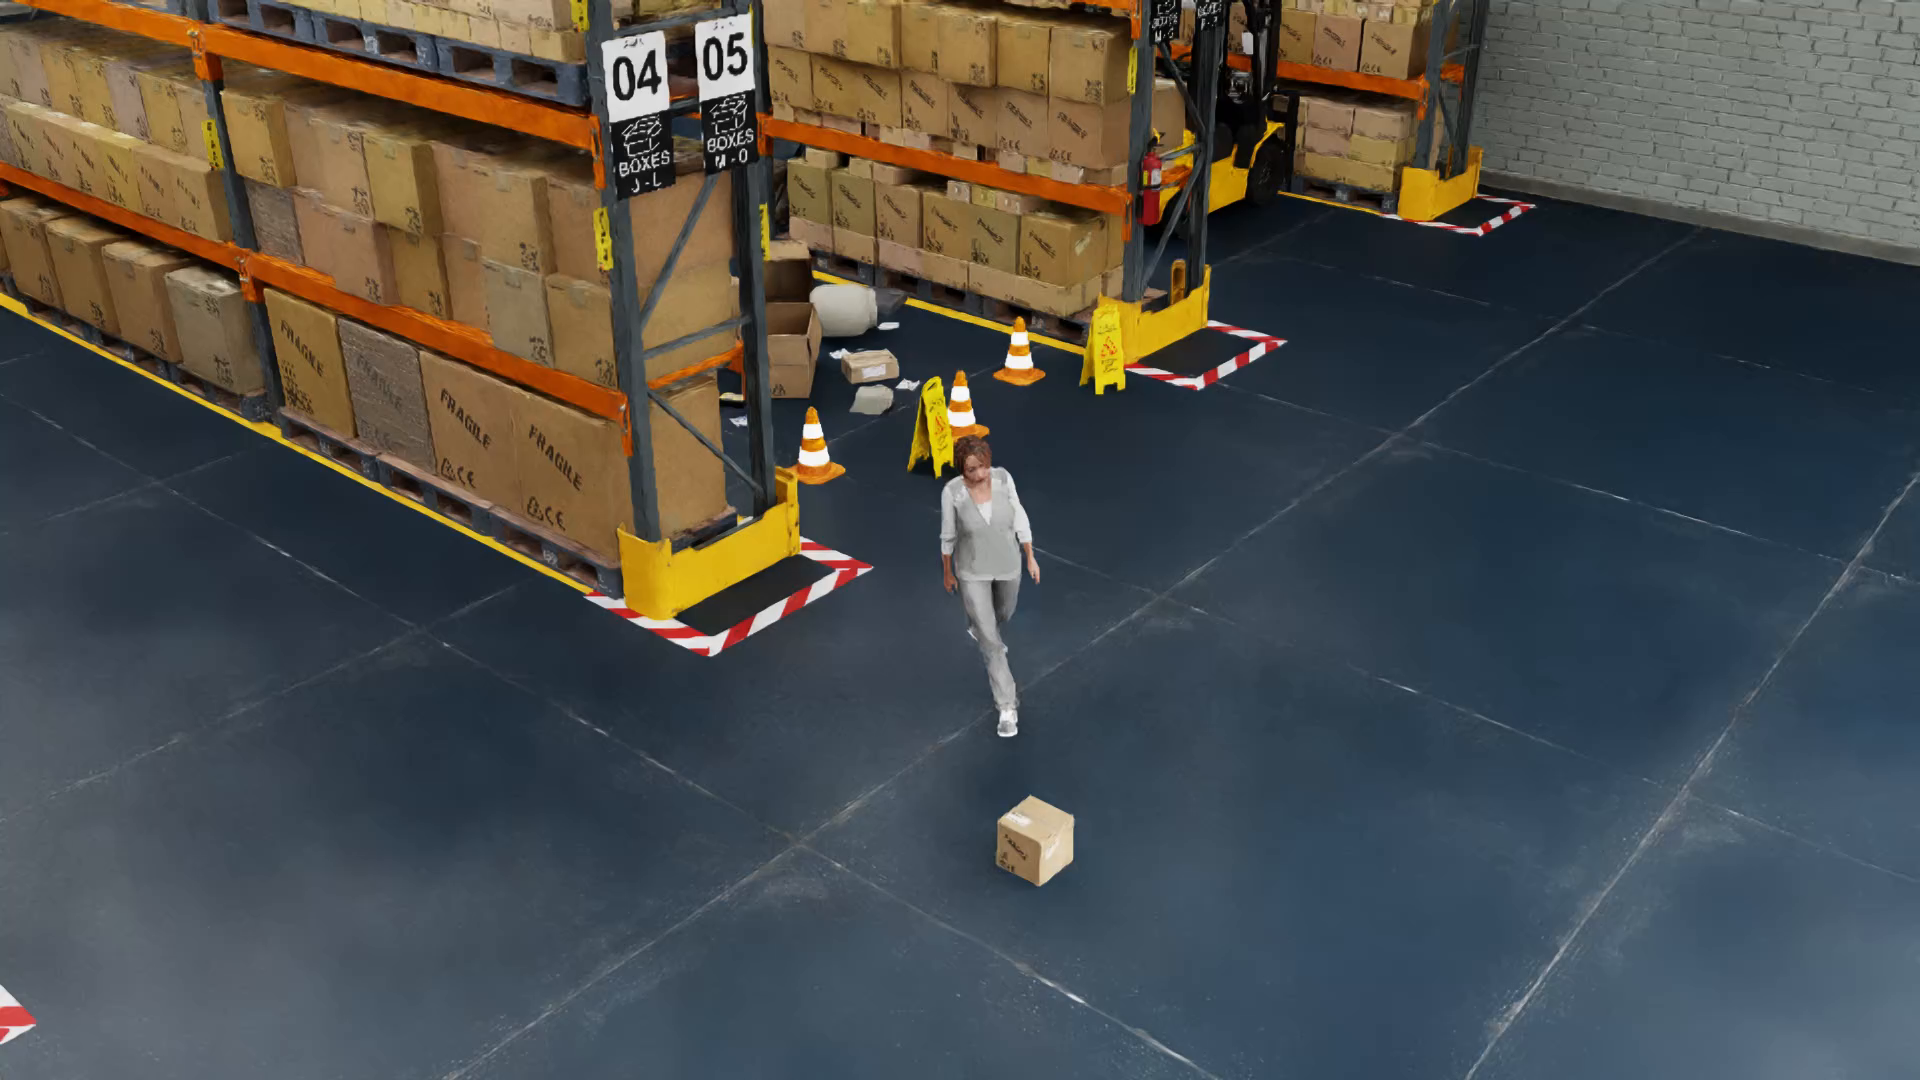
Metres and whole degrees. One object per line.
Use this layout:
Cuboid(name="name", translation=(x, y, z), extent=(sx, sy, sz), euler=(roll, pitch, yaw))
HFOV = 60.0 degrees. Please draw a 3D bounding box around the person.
Cuboid(name="person", translation=(0.148, 0.131, 8.399), extent=(0.504, 1.541, 0.920), euler=(-6, 28, -11))
